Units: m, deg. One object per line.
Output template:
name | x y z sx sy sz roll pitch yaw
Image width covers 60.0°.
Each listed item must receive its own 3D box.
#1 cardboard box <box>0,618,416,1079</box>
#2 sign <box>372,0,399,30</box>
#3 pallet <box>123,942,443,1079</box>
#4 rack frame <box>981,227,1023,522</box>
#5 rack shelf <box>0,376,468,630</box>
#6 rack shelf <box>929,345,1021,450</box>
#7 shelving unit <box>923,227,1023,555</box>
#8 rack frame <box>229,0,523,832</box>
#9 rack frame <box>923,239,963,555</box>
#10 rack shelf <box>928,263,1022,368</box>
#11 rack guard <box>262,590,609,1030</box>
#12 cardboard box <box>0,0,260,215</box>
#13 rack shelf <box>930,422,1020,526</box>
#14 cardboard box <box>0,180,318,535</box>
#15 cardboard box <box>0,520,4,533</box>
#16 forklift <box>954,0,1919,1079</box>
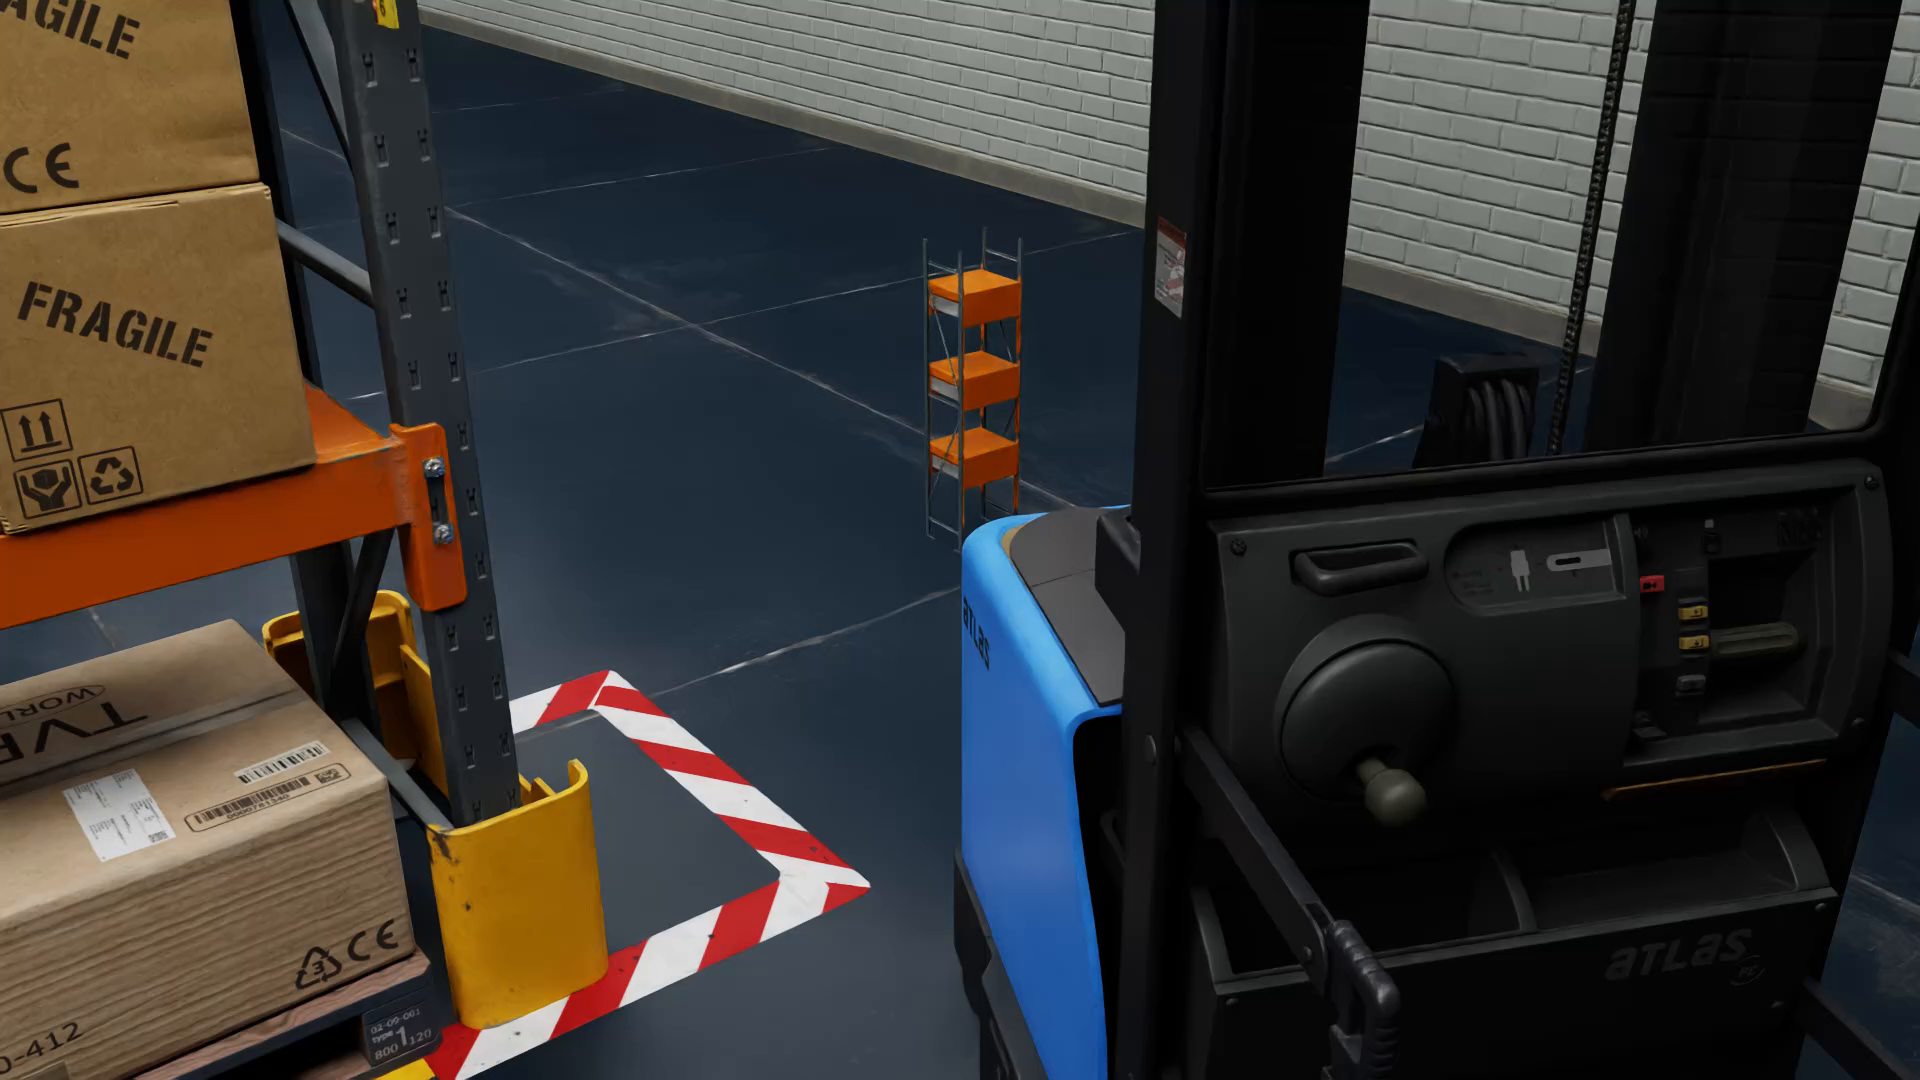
cardboard box | -1.727 0.631 3.372 0.875 0.438 0.875 -19 31 -36
sign | -0.945 -0.995 2.673 0.005 0.325 0.100 -18 31 -34
pallet | -1.850 0.953 3.445 1.213 0.211 1.003 -18 31 -34
rack frame | 0.138 -0.522 5.627 0.008 1.050 0.200 -18 31 -34
rack shelf | -2.843 0.301 2.394 4.000 0.370 1.077 -18 31 -34
rack shelf | 0.042 -0.481 5.563 0.240 0.259 0.215 -18 31 -34
shelving unit | 0.042 -0.490 5.559 0.252 1.050 0.215 -18 31 -34
rack frame | -1.269 -0.545 3.362 0.127 3.000 1.000 -18 31 -34
rack frame | -0.054 -0.458 5.491 0.008 1.050 0.200 -18 31 -34
rack shelf | 0.042 -0.738 5.444 0.240 0.259 0.215 -18 31 -34
rack guard | -1.250 0.582 3.901 0.348 0.500 1.175 -18 31 -34
cardboard box | -1.502 -0.840 2.690 0.500 0.500 0.500 -17 30 -32
rack shelf | 0.042 -0.228 5.680 0.240 0.259 0.215 -18 31 -34
cardboard box | -1.486 -0.378 2.882 0.500 0.500 0.500 -18 30 -34
cardboard box | -1.890 -0.252 2.612 0.500 0.500 0.500 -19 31 -35
forklift | 0.819 0.159 1.925 1.130 2.935 3.031 -6 25 -12
